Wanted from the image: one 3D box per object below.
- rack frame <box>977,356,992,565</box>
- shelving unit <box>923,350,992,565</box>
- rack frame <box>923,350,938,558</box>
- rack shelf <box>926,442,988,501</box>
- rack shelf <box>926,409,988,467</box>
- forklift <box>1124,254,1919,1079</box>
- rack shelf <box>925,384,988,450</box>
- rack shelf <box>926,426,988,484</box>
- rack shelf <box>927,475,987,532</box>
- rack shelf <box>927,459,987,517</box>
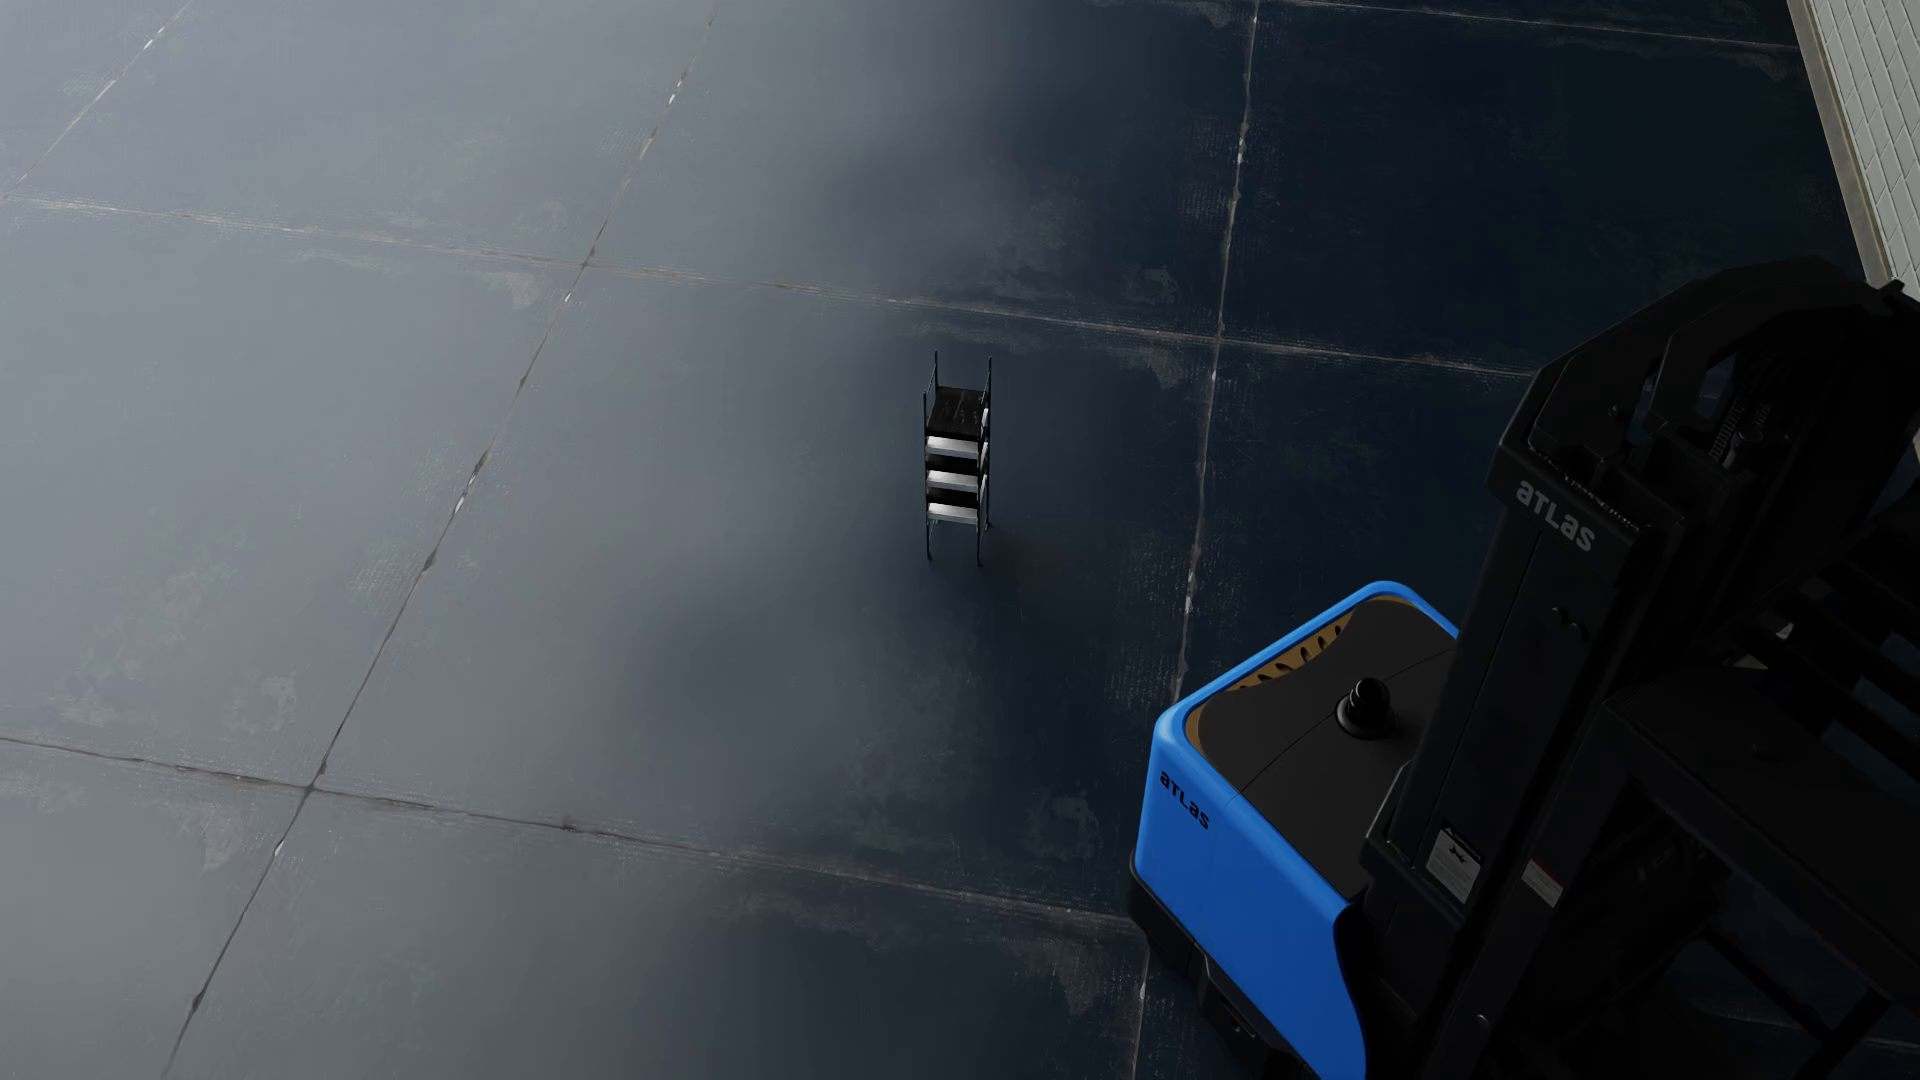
[{"bbox_3d":[0.092,-0.288,6.376,0.006,0.900,0.240,8,49,7],"label":"rack frame"},{"bbox_3d":[-0.008,-0.302,6.388,0.210,0.900,0.258,8,49,7],"label":"shelving unit"},{"bbox_3d":[-0.108,-0.315,6.400,0.006,0.900,0.240,8,49,7],"label":"rack frame"},{"bbox_3d":[-0.008,-0.280,6.413,0.200,0.077,0.258,8,49,7],"label":"rack shelf"},{"bbox_3d":[-0.008,-0.400,6.279,0.200,0.077,0.258,8,49,7],"label":"rack shelf"},{"bbox_3d":[1.816,0.940,3.907,1.130,2.935,3.031,-28,54,-23],"label":"forklift"},{"bbox_3d":[-0.008,-0.460,6.212,0.200,0.077,0.258,8,49,7],"label":"rack shelf"},{"bbox_3d":[-0.008,-0.340,6.346,0.200,0.077,0.258,8,49,7],"label":"rack shelf"},{"bbox_3d":[-0.008,-0.159,6.547,0.200,0.077,0.258,8,49,7],"label":"rack shelf"},{"bbox_3d":[-0.008,-0.219,6.480,0.200,0.077,0.258,8,49,7],"label":"rack shelf"}]
